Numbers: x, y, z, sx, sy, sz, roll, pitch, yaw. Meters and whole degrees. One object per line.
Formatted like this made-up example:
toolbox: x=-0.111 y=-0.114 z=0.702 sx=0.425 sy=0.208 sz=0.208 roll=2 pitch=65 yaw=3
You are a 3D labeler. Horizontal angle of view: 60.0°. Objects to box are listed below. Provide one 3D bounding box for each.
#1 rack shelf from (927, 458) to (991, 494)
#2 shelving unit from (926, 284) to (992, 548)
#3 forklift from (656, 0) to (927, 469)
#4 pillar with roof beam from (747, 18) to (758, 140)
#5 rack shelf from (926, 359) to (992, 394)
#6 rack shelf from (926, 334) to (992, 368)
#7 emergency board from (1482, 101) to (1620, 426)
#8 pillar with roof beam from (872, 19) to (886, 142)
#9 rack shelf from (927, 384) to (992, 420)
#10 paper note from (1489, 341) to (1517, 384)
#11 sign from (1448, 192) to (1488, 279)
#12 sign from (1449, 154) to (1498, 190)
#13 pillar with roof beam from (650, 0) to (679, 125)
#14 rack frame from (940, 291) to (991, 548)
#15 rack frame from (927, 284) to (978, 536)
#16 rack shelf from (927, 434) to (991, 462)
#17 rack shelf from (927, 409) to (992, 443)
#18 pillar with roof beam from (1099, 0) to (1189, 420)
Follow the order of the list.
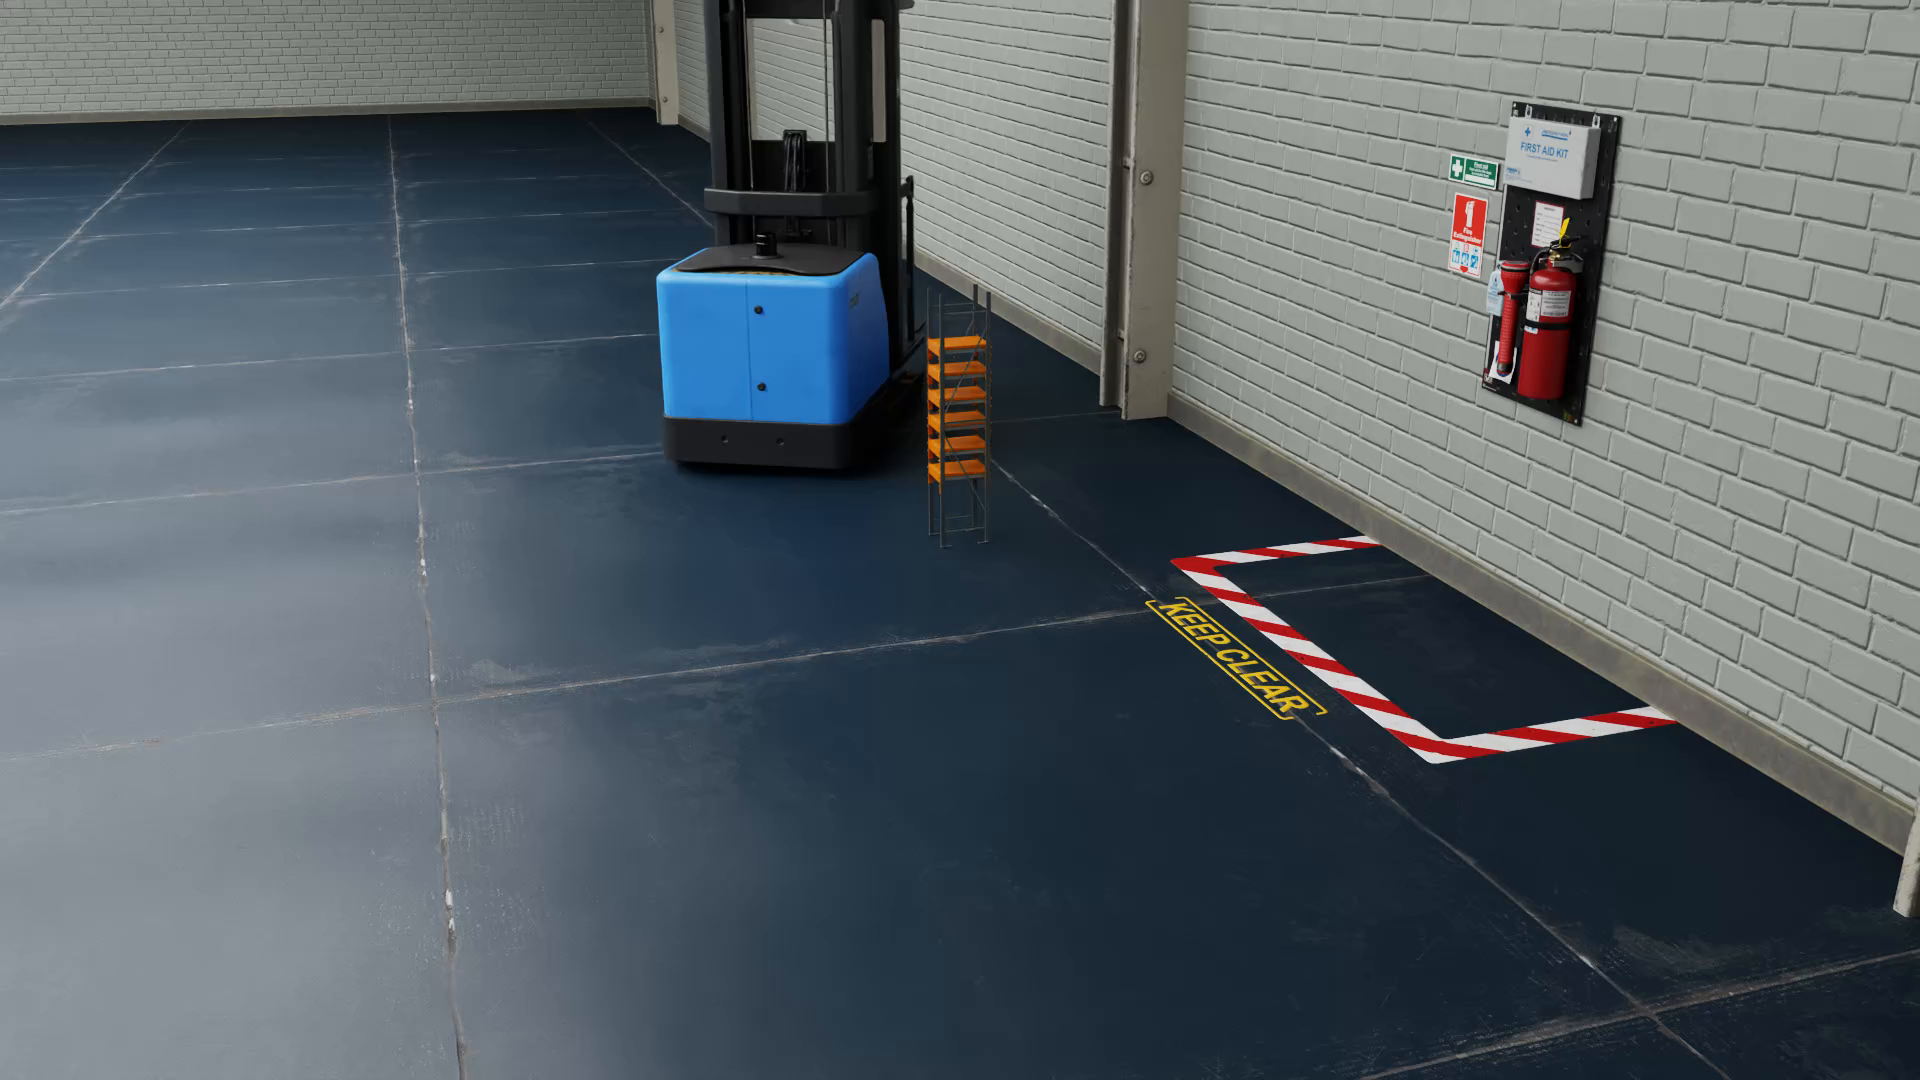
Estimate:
rack shelf: x=-0.005 y=-0.302 z=7.823 sx=0.258 sy=0.103 sz=0.180 roll=-6 pitch=21 yaw=-17
shelving unit: x=-0.005 y=-0.569 z=7.727 sx=0.258 sy=1.200 sz=0.189 roll=-6 pitch=21 yaw=-17
forklift: x=-0.832 y=-2.213 z=9.741 sx=1.130 sy=2.935 sz=3.031 roll=3 pitch=20 yaw=9
pillar with roof beam: x=-6.792 y=-8.423 z=18.055 sx=9.100 sy=9.000 sz=0.400 roll=-6 pitch=21 yaw=-17
rack shelf: x=-0.005 y=-0.753 z=7.660 sx=0.258 sy=0.103 sz=0.180 roll=-6 pitch=21 yaw=-17
rack shelf: x=-0.005 y=-0.866 z=7.620 sx=0.258 sy=0.103 sz=0.180 roll=-6 pitch=21 yaw=-17
emergency board: x=2.212 y=-1.078 z=6.480 sx=0.194 sy=1.169 sz=0.643 roll=-6 pitch=21 yaw=-17
pillar with roof beam: x=-4.906 y=-6.498 z=12.695 sx=9.100 sy=9.000 sz=0.400 roll=-6 pitch=21 yaw=-17
rack shelf: x=-0.005 y=-0.640 z=7.701 sx=0.258 sy=0.103 sz=0.180 roll=-6 pitch=21 yaw=-17
paper note: x=2.222 y=-0.728 z=6.808 sx=0.016 sy=0.148 sz=0.142 roll=-6 pitch=21 yaw=-17
sign: x=2.136 y=-1.283 z=6.999 sx=0.001 sy=0.329 sz=0.234 roll=-6 pitch=21 yaw=-17
sign: x=2.129 y=-1.530 z=6.902 sx=0.001 sy=0.109 sz=0.331 roll=-6 pitch=21 yaw=-17
pillar with roof beam: x=-8.678 y=-10.349 z=23.416 sx=9.100 sy=9.000 sz=0.400 roll=-6 pitch=21 yaw=-17
rack frame: x=0.024 y=-0.540 z=7.645 sx=0.240 sy=1.200 sz=0.006 roll=-6 pitch=21 yaw=-17
rack frame: x=-0.033 y=-0.599 z=7.808 sx=0.240 sy=1.200 sz=0.006 roll=-6 pitch=21 yaw=-17
rack shelf: x=-0.005 y=-0.415 z=7.782 sx=0.258 sy=0.103 sz=0.180 roll=-6 pitch=21 yaw=-17
rack shelf: x=-0.005 y=-0.528 z=7.742 sx=0.258 sy=0.103 sz=0.180 roll=-6 pitch=21 yaw=-17
pillar with roof beam: x=-3.020 y=-4.572 z=7.334 sx=9.100 sy=9.000 sz=0.400 roll=-6 pitch=21 yaw=-17
